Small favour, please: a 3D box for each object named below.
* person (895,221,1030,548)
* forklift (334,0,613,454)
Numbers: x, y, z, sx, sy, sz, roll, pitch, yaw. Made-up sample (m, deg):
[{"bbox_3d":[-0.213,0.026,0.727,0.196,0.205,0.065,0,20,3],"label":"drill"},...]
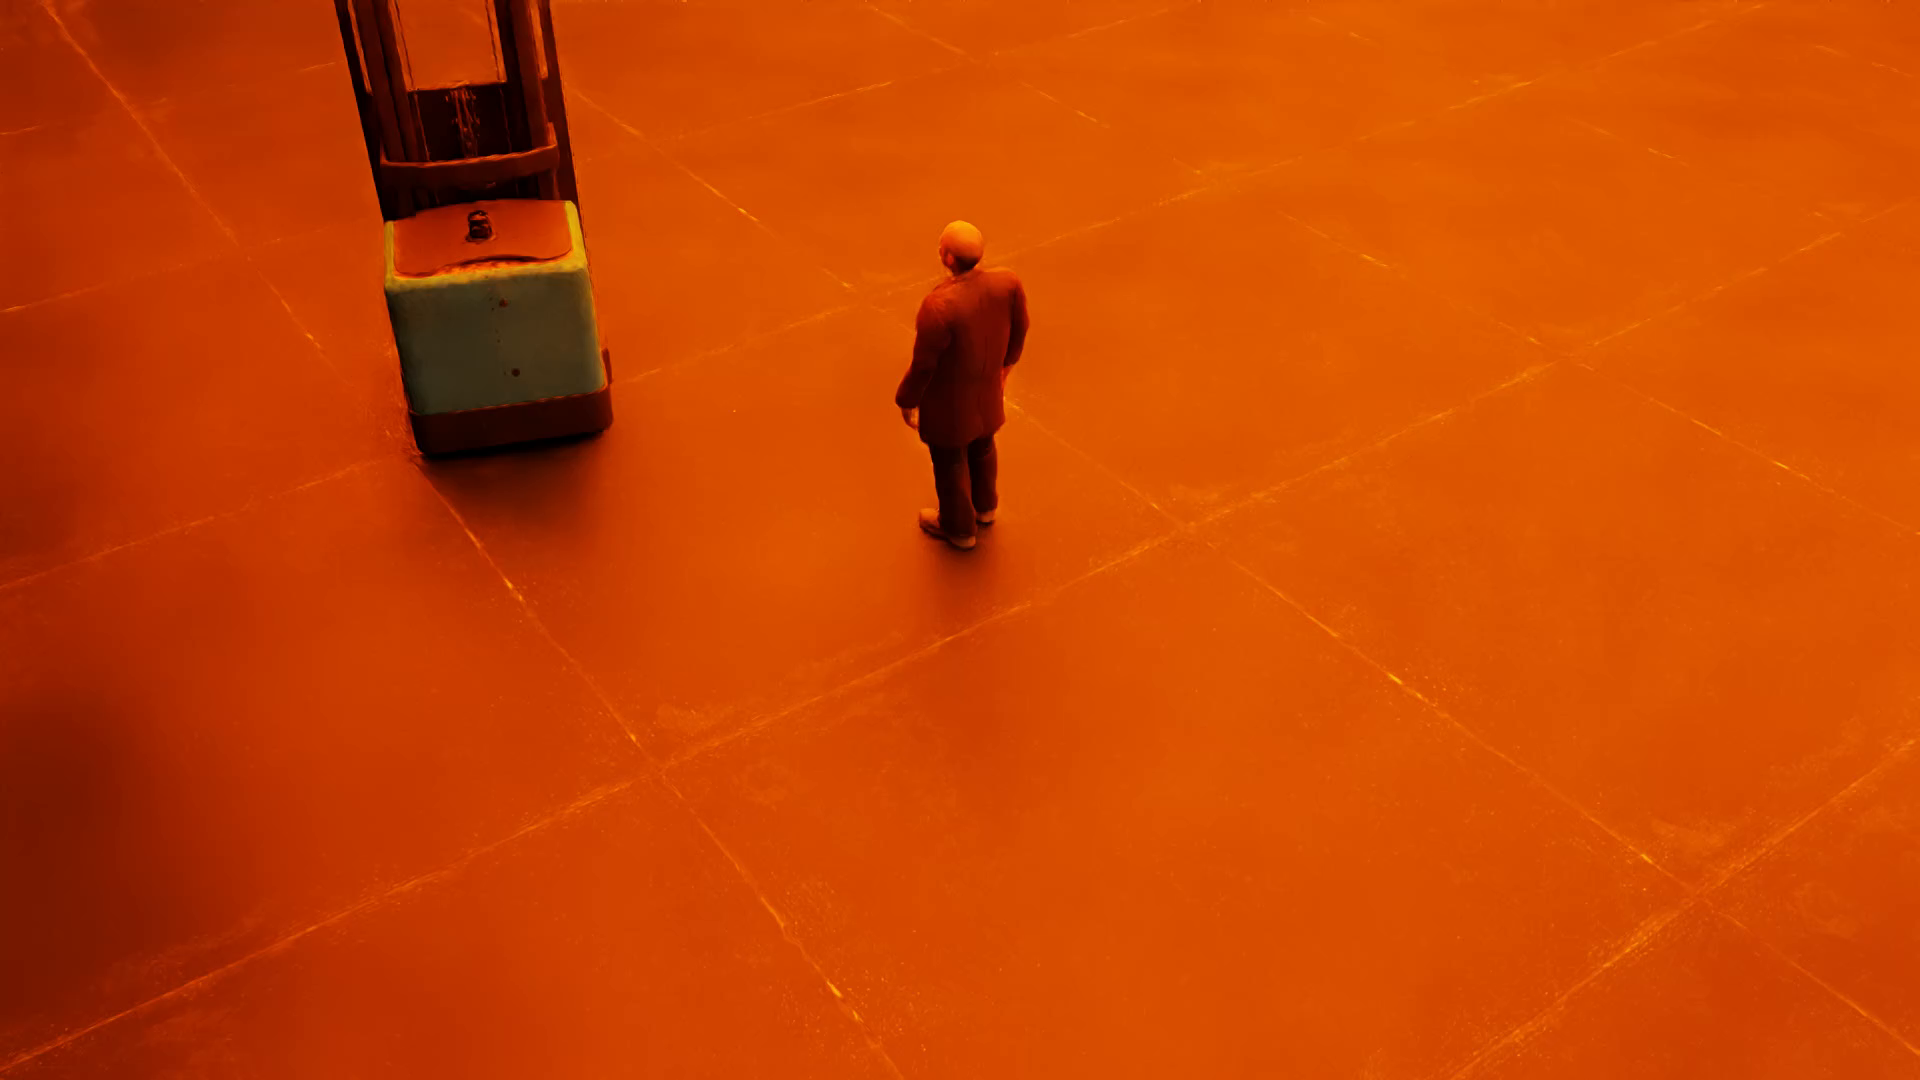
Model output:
[{"bbox_3d":[-0.049,-0.766,7.939,0.694,1.776,0.580,-23,42,-28],"label":"person"},{"bbox_3d":[-2.800,-2.518,9.350,1.130,2.935,3.031,-9,37,-12],"label":"forklift"}]
